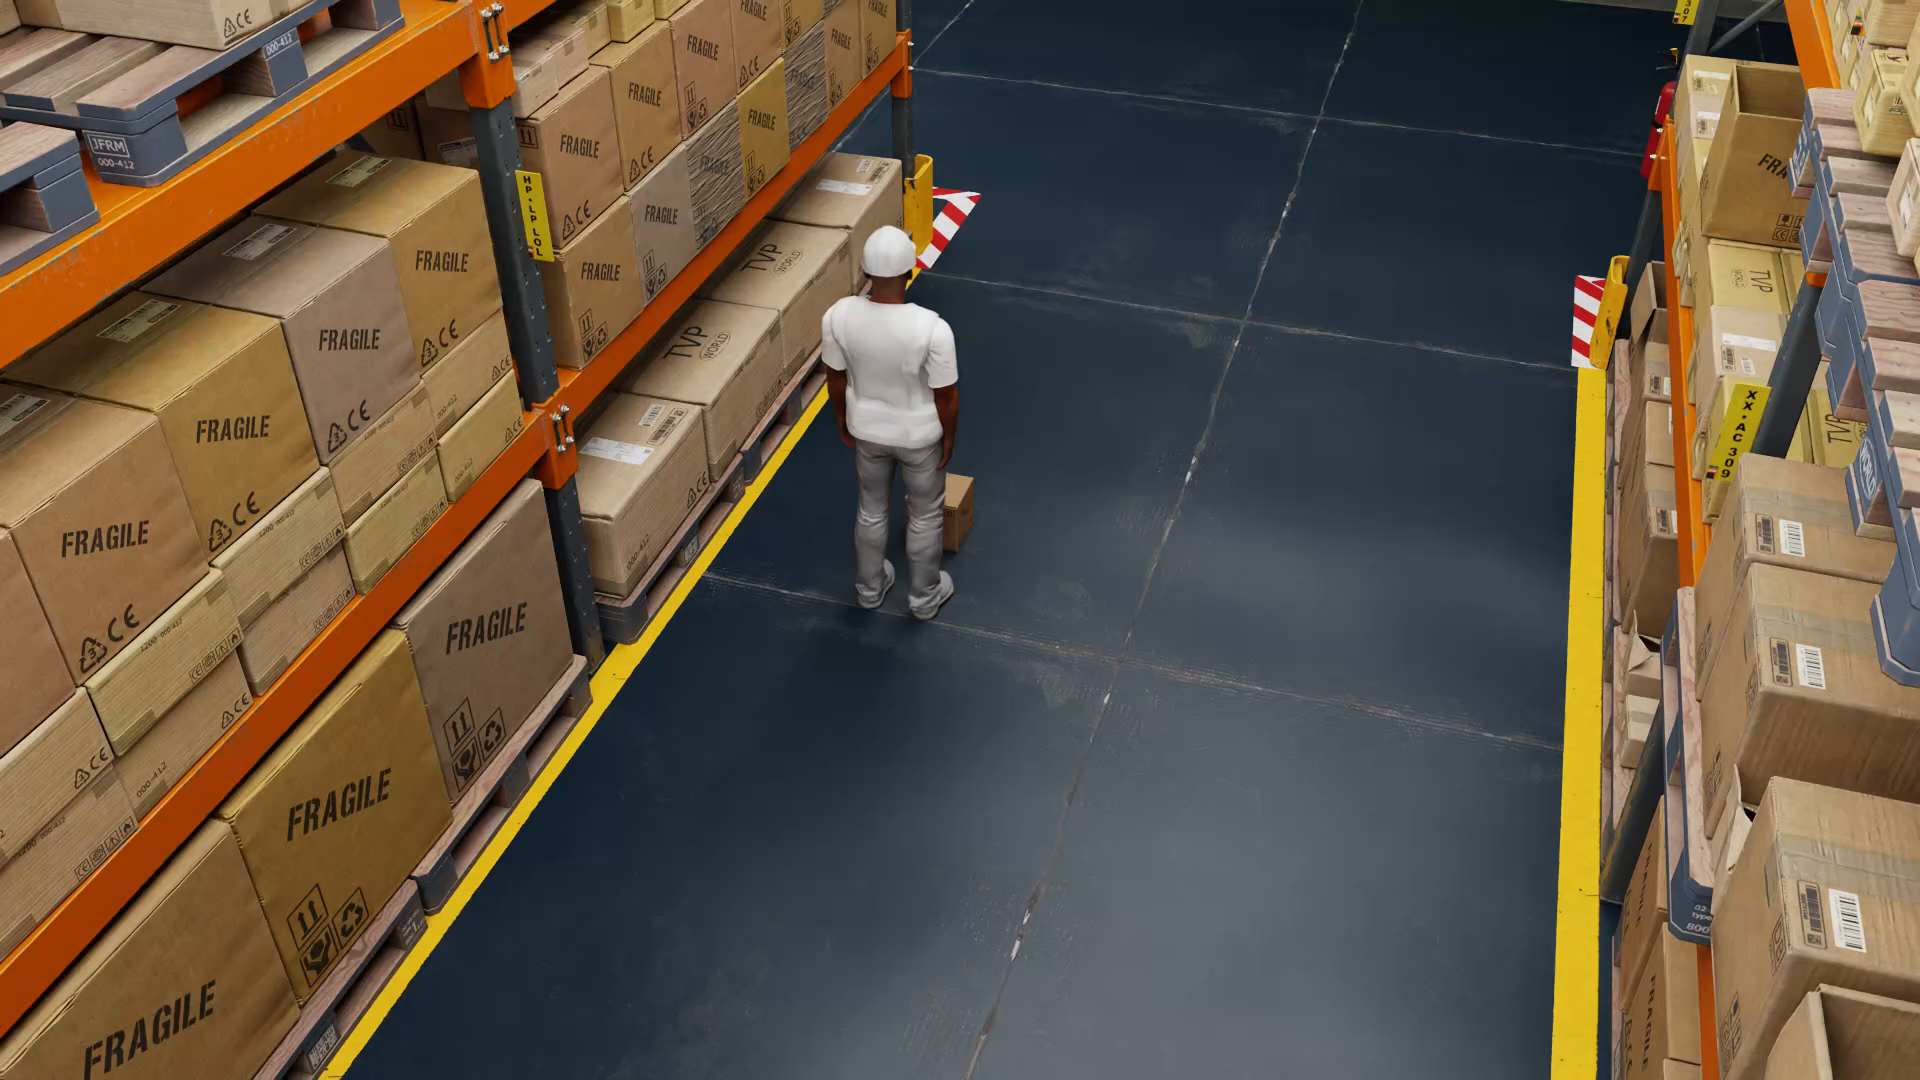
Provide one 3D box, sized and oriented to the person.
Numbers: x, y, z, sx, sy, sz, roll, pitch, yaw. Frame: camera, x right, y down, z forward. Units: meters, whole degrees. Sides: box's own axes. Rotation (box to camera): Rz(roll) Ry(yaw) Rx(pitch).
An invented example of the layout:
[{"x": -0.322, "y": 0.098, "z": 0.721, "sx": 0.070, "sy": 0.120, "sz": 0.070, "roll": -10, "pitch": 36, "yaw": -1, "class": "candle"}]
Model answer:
[{"x": -0.264, "y": -0.458, "z": 6.744, "sx": 0.563, "sy": 1.762, "sz": 0.355, "roll": 12, "pitch": 38, "yaw": 15, "class": "person"}]
